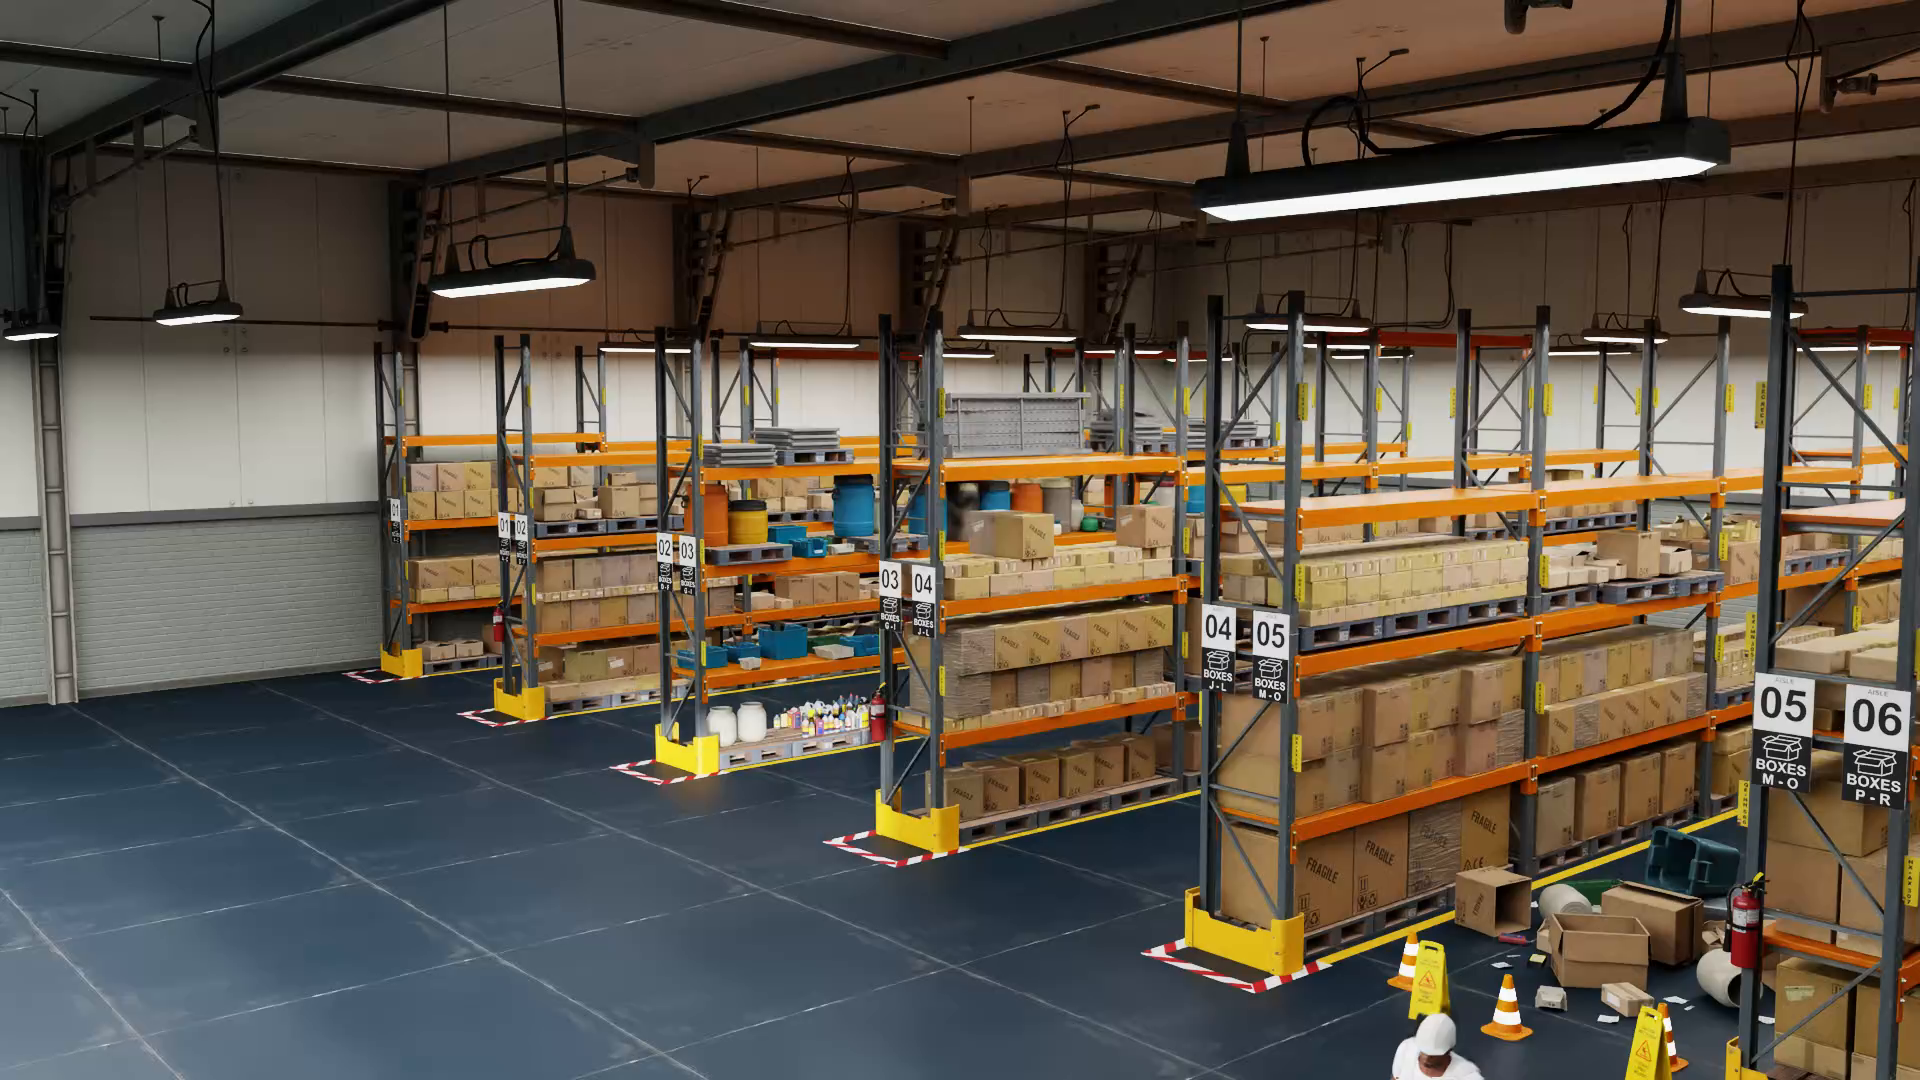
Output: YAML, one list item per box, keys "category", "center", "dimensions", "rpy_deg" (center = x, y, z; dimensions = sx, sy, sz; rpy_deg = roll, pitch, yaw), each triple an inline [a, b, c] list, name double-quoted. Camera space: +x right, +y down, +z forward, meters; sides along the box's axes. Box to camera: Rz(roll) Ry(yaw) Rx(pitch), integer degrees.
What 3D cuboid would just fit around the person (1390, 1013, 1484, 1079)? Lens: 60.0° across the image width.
- category: "person"
  center: [2.697, 3.448, 9.520]
  dimensions: [0.829, 1.682, 0.696]
  rpy_deg: [5, 7, 44]
